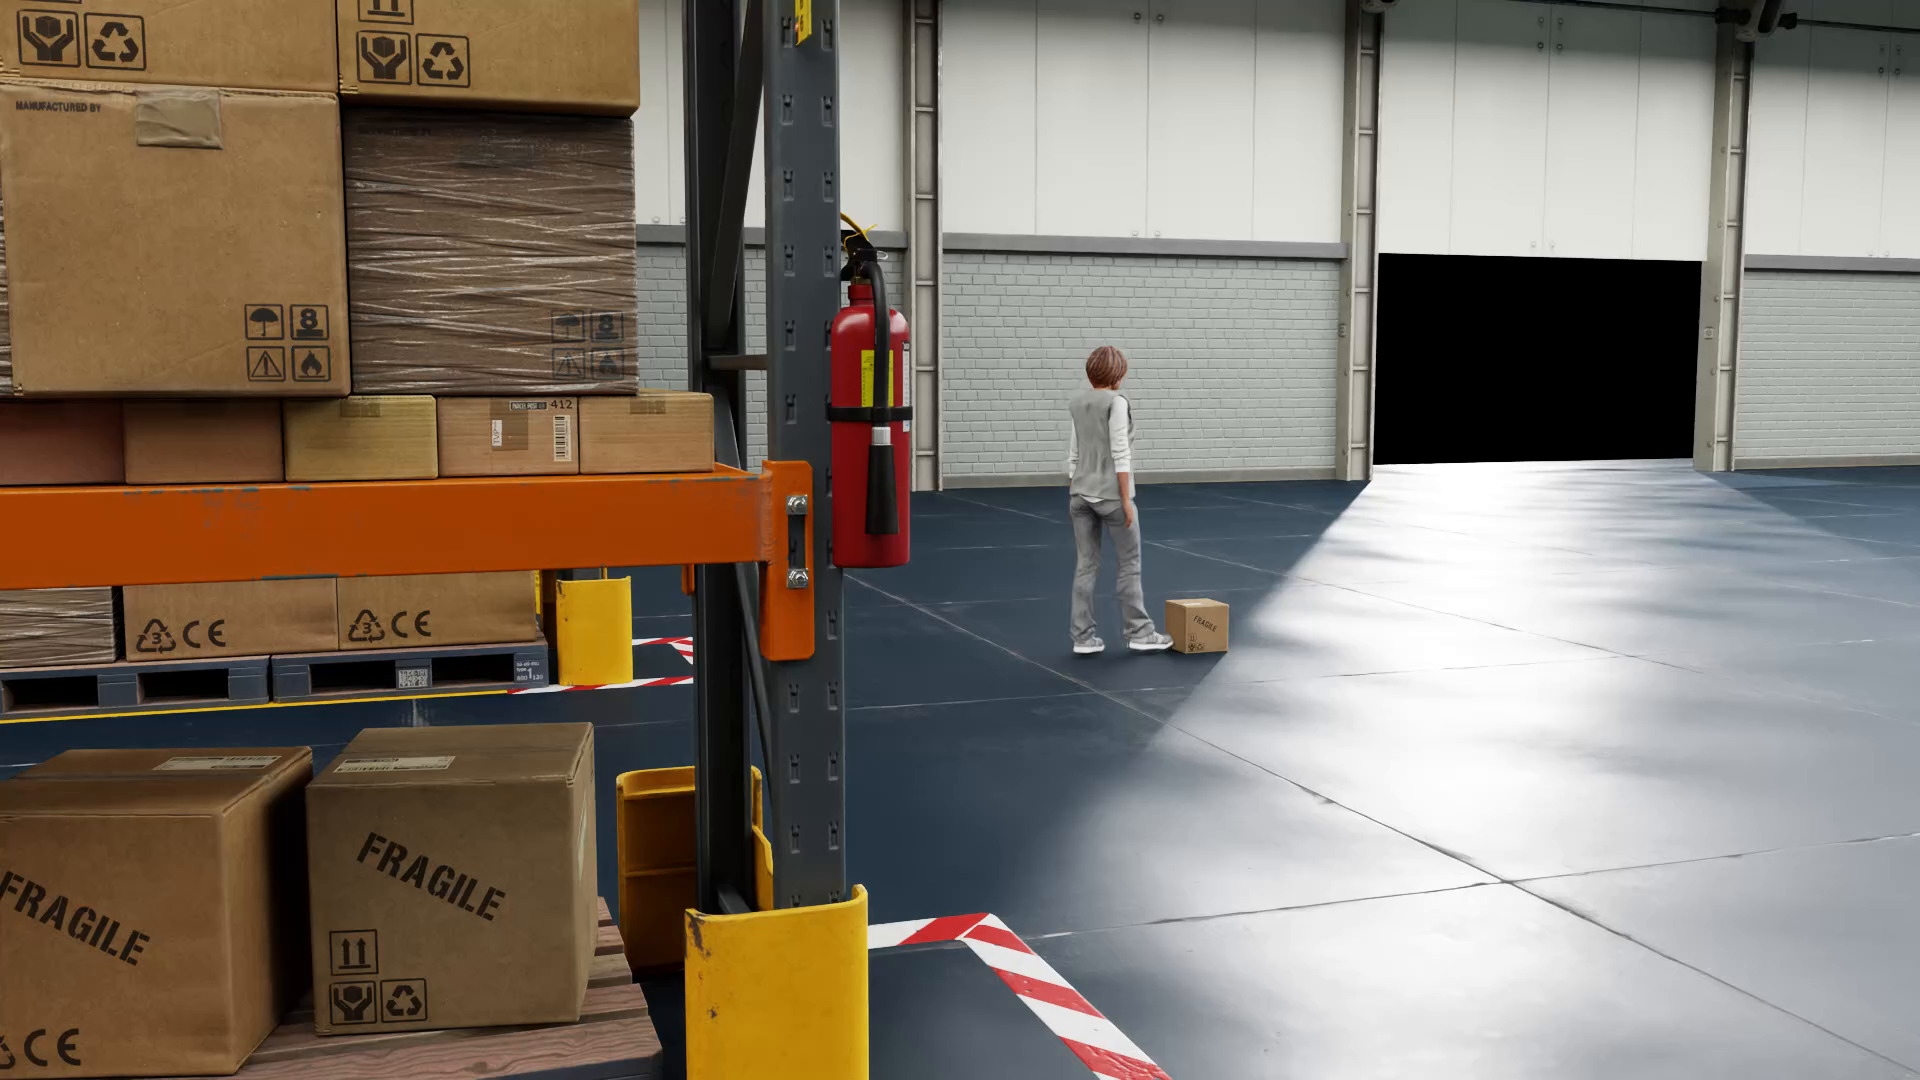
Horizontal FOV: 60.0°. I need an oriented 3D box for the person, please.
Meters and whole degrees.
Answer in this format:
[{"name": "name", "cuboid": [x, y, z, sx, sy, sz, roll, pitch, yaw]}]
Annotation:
[{"name": "person", "cuboid": [0.801, -0.210, 8.670, 0.438, 1.594, 0.565, 6, 8, 44]}]
